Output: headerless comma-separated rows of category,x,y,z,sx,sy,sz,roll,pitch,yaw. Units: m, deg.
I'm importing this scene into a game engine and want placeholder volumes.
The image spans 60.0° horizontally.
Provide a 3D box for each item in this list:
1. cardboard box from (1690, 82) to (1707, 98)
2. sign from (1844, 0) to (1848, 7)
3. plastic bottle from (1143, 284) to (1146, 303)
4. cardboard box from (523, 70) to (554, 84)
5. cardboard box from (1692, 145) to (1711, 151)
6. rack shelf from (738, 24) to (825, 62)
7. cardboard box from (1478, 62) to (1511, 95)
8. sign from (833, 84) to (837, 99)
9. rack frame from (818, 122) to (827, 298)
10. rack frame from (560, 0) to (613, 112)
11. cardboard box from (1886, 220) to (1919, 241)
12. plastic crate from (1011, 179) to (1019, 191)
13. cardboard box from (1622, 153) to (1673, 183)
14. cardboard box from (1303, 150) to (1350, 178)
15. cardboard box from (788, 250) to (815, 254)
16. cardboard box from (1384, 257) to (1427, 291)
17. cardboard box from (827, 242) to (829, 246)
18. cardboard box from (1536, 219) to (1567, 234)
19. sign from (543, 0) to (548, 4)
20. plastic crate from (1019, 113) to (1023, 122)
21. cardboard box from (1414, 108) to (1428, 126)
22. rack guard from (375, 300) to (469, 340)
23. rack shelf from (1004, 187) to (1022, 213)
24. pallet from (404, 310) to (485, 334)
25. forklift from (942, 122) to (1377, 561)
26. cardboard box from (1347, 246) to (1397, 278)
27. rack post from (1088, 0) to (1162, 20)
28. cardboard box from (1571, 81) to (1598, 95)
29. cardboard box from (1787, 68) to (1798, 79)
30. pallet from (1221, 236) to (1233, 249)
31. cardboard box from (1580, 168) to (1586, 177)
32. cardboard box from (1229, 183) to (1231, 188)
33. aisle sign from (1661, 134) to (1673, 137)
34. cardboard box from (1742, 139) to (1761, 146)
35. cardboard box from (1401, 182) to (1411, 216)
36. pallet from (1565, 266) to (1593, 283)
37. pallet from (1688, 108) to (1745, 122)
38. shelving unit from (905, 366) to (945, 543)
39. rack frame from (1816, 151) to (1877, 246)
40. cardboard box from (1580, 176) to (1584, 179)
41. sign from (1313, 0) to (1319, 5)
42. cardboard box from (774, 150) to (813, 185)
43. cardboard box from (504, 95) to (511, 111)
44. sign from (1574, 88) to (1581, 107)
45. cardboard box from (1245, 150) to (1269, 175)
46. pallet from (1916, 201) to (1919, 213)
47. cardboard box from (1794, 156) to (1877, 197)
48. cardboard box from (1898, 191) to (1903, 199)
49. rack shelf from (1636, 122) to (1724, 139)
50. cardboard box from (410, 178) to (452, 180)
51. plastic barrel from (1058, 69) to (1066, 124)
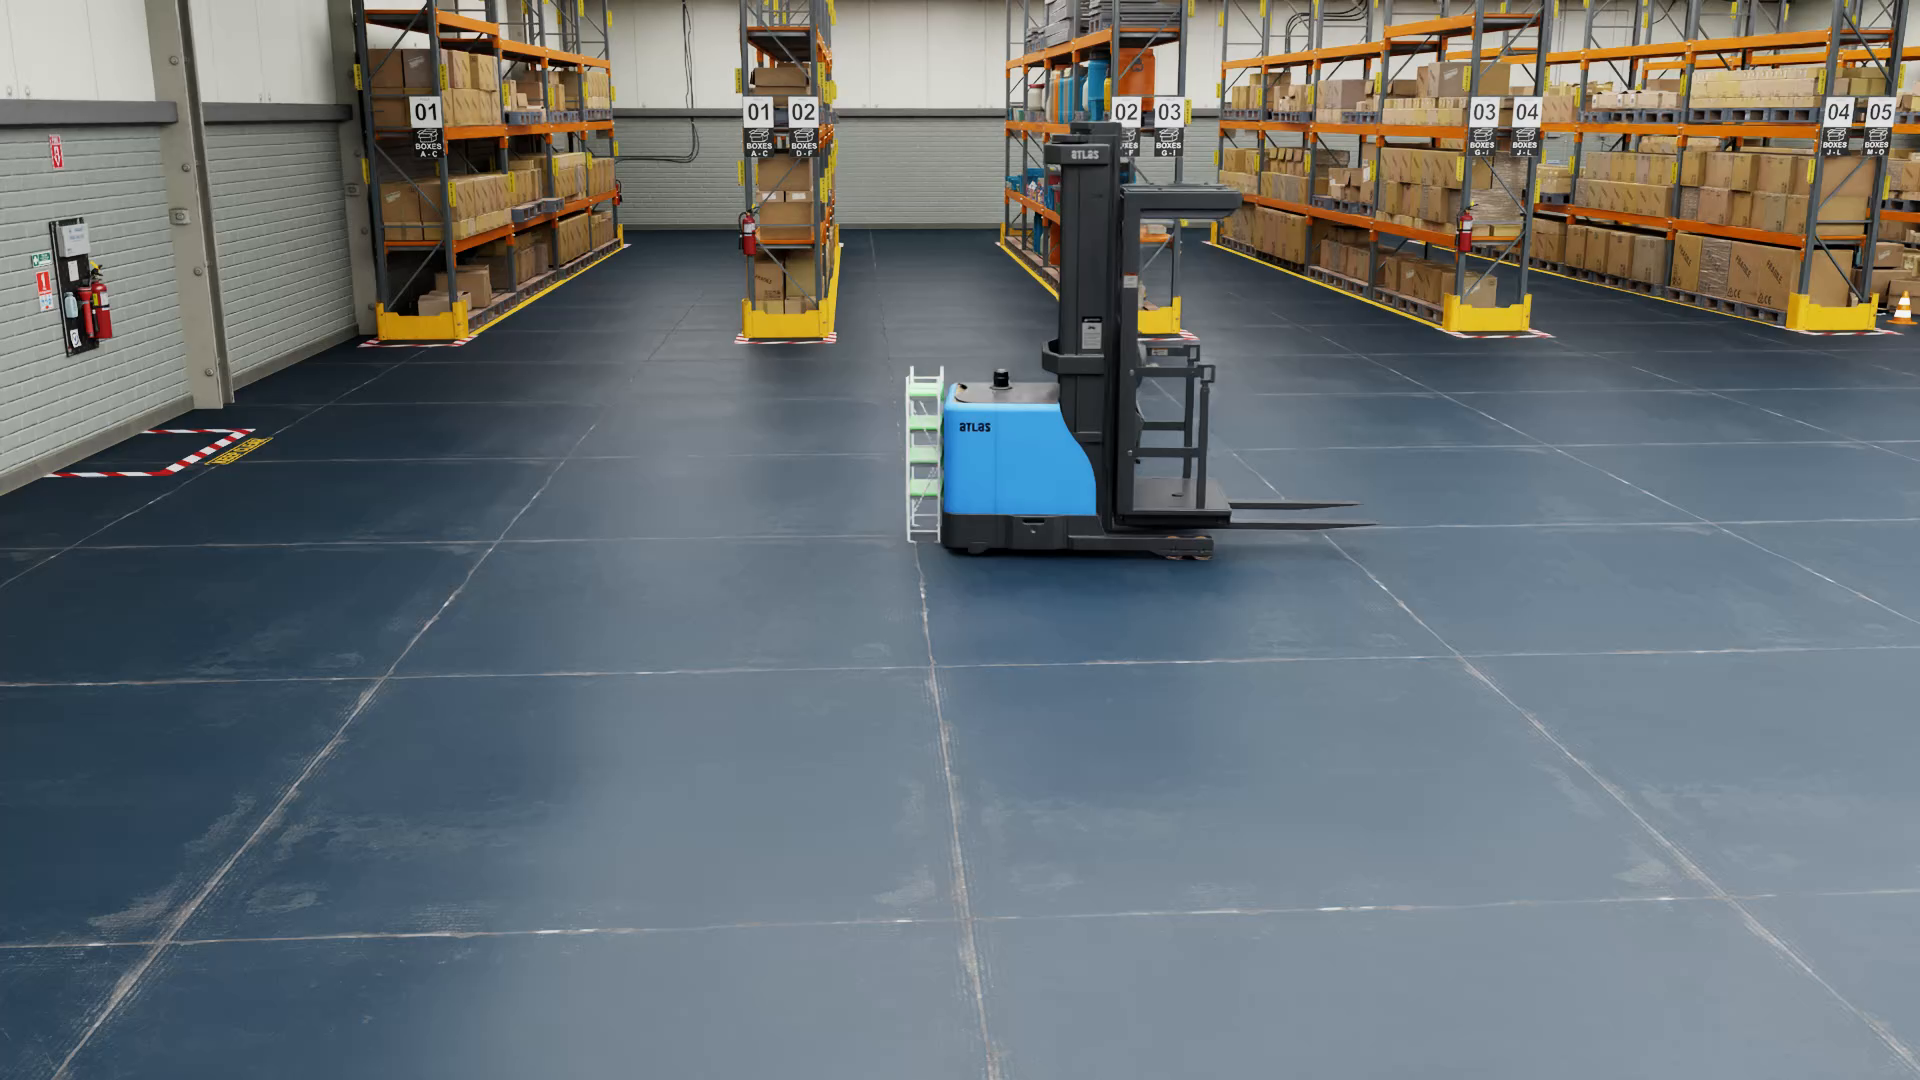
cardboard box,11.945,-7.129,26.357,0.500,0.250,0.500,-1,14,-3
sign,16.327,-10.001,30.644,0.100,0.325,0.005,-1,14,-3
plastic bottle,2.741,-3.704,24.996,0.097,0.271,0.097,0,14,0
cardboard box,-8.117,-8.908,32.019,0.500,0.250,0.500,-1,14,-5
cardboard box,16.305,-8.343,36.224,0.500,0.500,0.500,-1,14,-4
rack shelf,-2.526,-7.142,23.971,1.077,0.370,4.000,-1,14,-3
cardboard box,7.663,-6.694,24.202,0.500,0.500,0.500,-1,14,-4
sign,-2.838,-10.145,37.641,0.100,0.325,0.005,-1,14,-3
rack frame,-2.650,-5.276,26.512,1.000,3.000,0.127,-1,14,-3
rack frame,-8.337,-11.088,37.063,1.000,3.000,0.127,-1,14,-3
cardboard box,21.361,-7.011,37.429,0.700,0.500,0.500,-1,14,-6
plastic crate,1.338,-7.815,36.597,0.416,0.233,0.300,-1,14,-3
cardboard box,12.063,-6.515,29.119,0.700,0.500,0.500,-1,14,-4
cardboard box,6.961,-7.139,31.540,0.797,0.503,0.637,0,14,-2
cardboard box,-2.349,-4.150,25.307,0.500,0.500,0.500,-1,14,-3
cardboard box,7.222,-4.321,26.973,0.500,0.500,0.500,-1,14,-5
cardboard box,-2.581,-5.159,29.606,0.500,0.311,0.500,-1,14,-4
cardboard box,11.600,-6.122,32.468,0.500,0.250,0.500,-1,14,-3
sign,-7.301,-9.600,29.246,0.100,0.325,0.005,-1,14,-3
plastic crate,1.471,-8.792,34.583,0.450,0.188,0.662,-1,14,-3
cardboard box,7.109,-6.306,24.797,0.500,0.250,0.500,-1,14,-4
rack guard,-7.351,-3.012,22.730,1.175,0.500,0.348,-1,14,-3
rack shelf,1.675,-7.490,36.562,1.077,0.370,4.000,-1,14,-3
pallet,-7.366,-3.075,23.553,1.003,0.211,1.213,-1,14,-3
forklift,1.405,-1.413,11.638,3.031,2.935,1.130,1,14,2
cardboard box,7.175,-4.842,28.957,0.700,0.500,0.500,-2,15,-8
rack post,2.391,-7.707,24.072,0.937,0.300,0.954,-1,14,-4
cardboard box,11.662,-8.443,31.063,0.396,0.266,0.258,-1,14,-3
cardboard box,12.053,-6.658,23.724,0.380,0.149,0.250,-1,14,-3
pallet,6.622,-6.864,38.282,1.003,0.211,1.213,-1,14,-3
cardboard box,12.092,-7.029,31.792,0.380,0.149,0.250,-1,14,-5
cardboard box,6.252,-7.942,37.377,0.380,0.149,0.250,-1,14,-5
aisle sign,16.690,-9.847,39.061,0.394,0.787,0.004,-1,14,-3
cardboard box,16.872,-8.500,35.533,0.380,0.149,0.250,-1,14,-4
cardboard box,7.331,-5.260,25.652,0.875,0.500,0.500,-1,14,-3
pallet,11.920,-4.927,30.750,1.003,0.211,1.213,-1,14,-3
pallet,12.235,-6.686,26.149,1.003,0.211,1.213,-1,14,-3
shelving unit,-0.251,-0.625,12.049,0.258,1.200,0.503,1,14,2
rack frame,16.881,-6.576,31.564,1.000,3.000,0.127,-1,14,-3
cardboard box,12.098,-6.891,31.853,0.380,0.149,0.250,0,14,-1
sign,6.436,-9.848,30.049,0.100,0.325,0.005,-1,14,-3
cardboard box,-2.523,-5.468,24.454,0.700,0.500,0.500,-1,14,-3
cardboard box,-7.586,-7.102,26.925,0.500,0.311,0.500,0,14,-2
sign,11.405,-8.169,30.701,0.100,0.325,0.005,-1,14,-3
cardboard box,6.420,-8.087,35.637,0.500,0.500,0.500,-1,14,-3
pallet,17.226,-5.680,28.469,1.003,0.211,1.213,-1,14,-3
cardboard box,12.458,-5.173,23.644,0.875,0.550,0.550,-1,14,-3
cardboard box,16.859,-6.107,29.405,0.380,0.149,0.250,-1,14,-5
rack shelf,16.509,-9.172,37.080,1.077,0.370,4.000,-1,14,-3
cardboard box,-7.676,-4.997,24.184,0.500,0.500,0.500,-1,14,-3
plastic barrel,1.965,-7.495,28.113,0.600,0.901,0.708,-1,14,-3
